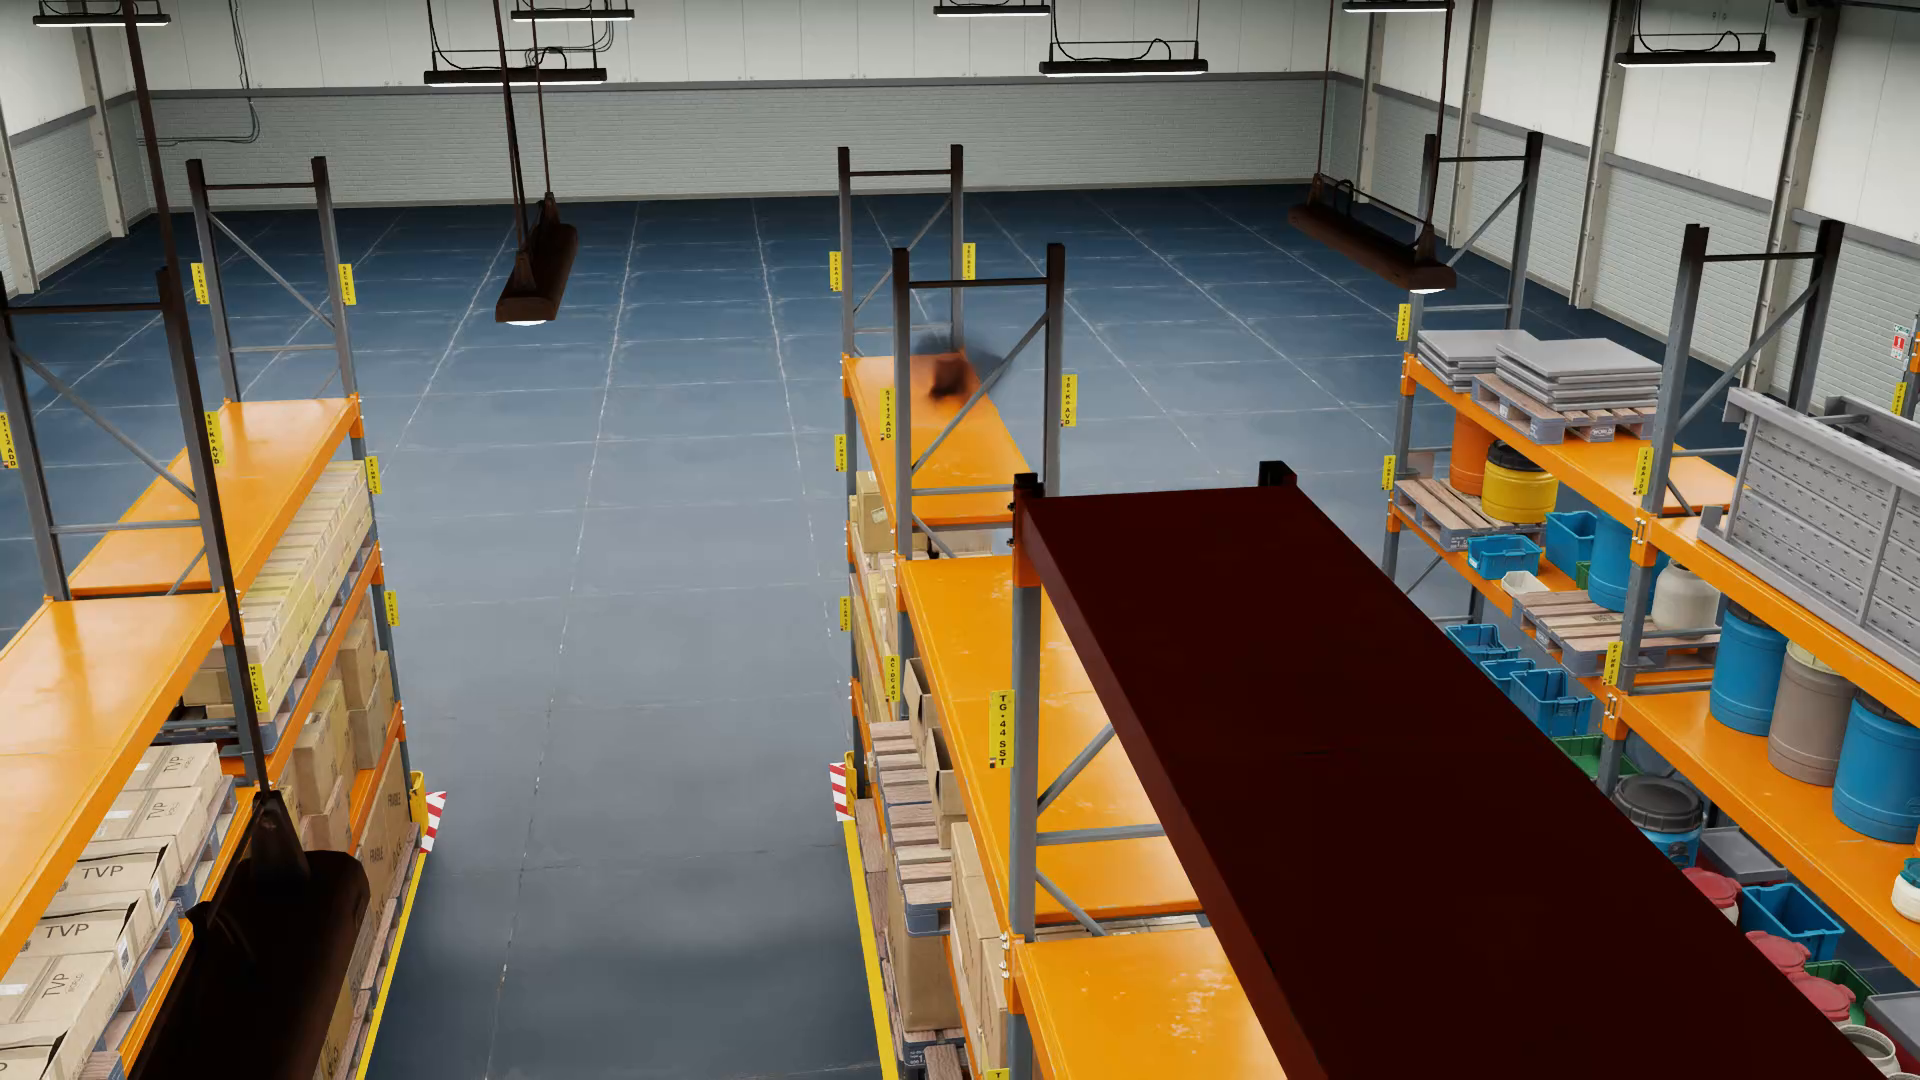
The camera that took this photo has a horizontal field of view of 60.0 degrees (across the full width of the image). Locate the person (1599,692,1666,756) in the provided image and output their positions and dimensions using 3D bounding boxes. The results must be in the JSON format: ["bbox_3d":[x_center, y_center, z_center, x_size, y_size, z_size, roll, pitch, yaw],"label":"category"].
[{"bbox_3d":[6.121,1.632,15.352,0.510,1.604,0.676,-12,25,-28],"label":"person"}]
